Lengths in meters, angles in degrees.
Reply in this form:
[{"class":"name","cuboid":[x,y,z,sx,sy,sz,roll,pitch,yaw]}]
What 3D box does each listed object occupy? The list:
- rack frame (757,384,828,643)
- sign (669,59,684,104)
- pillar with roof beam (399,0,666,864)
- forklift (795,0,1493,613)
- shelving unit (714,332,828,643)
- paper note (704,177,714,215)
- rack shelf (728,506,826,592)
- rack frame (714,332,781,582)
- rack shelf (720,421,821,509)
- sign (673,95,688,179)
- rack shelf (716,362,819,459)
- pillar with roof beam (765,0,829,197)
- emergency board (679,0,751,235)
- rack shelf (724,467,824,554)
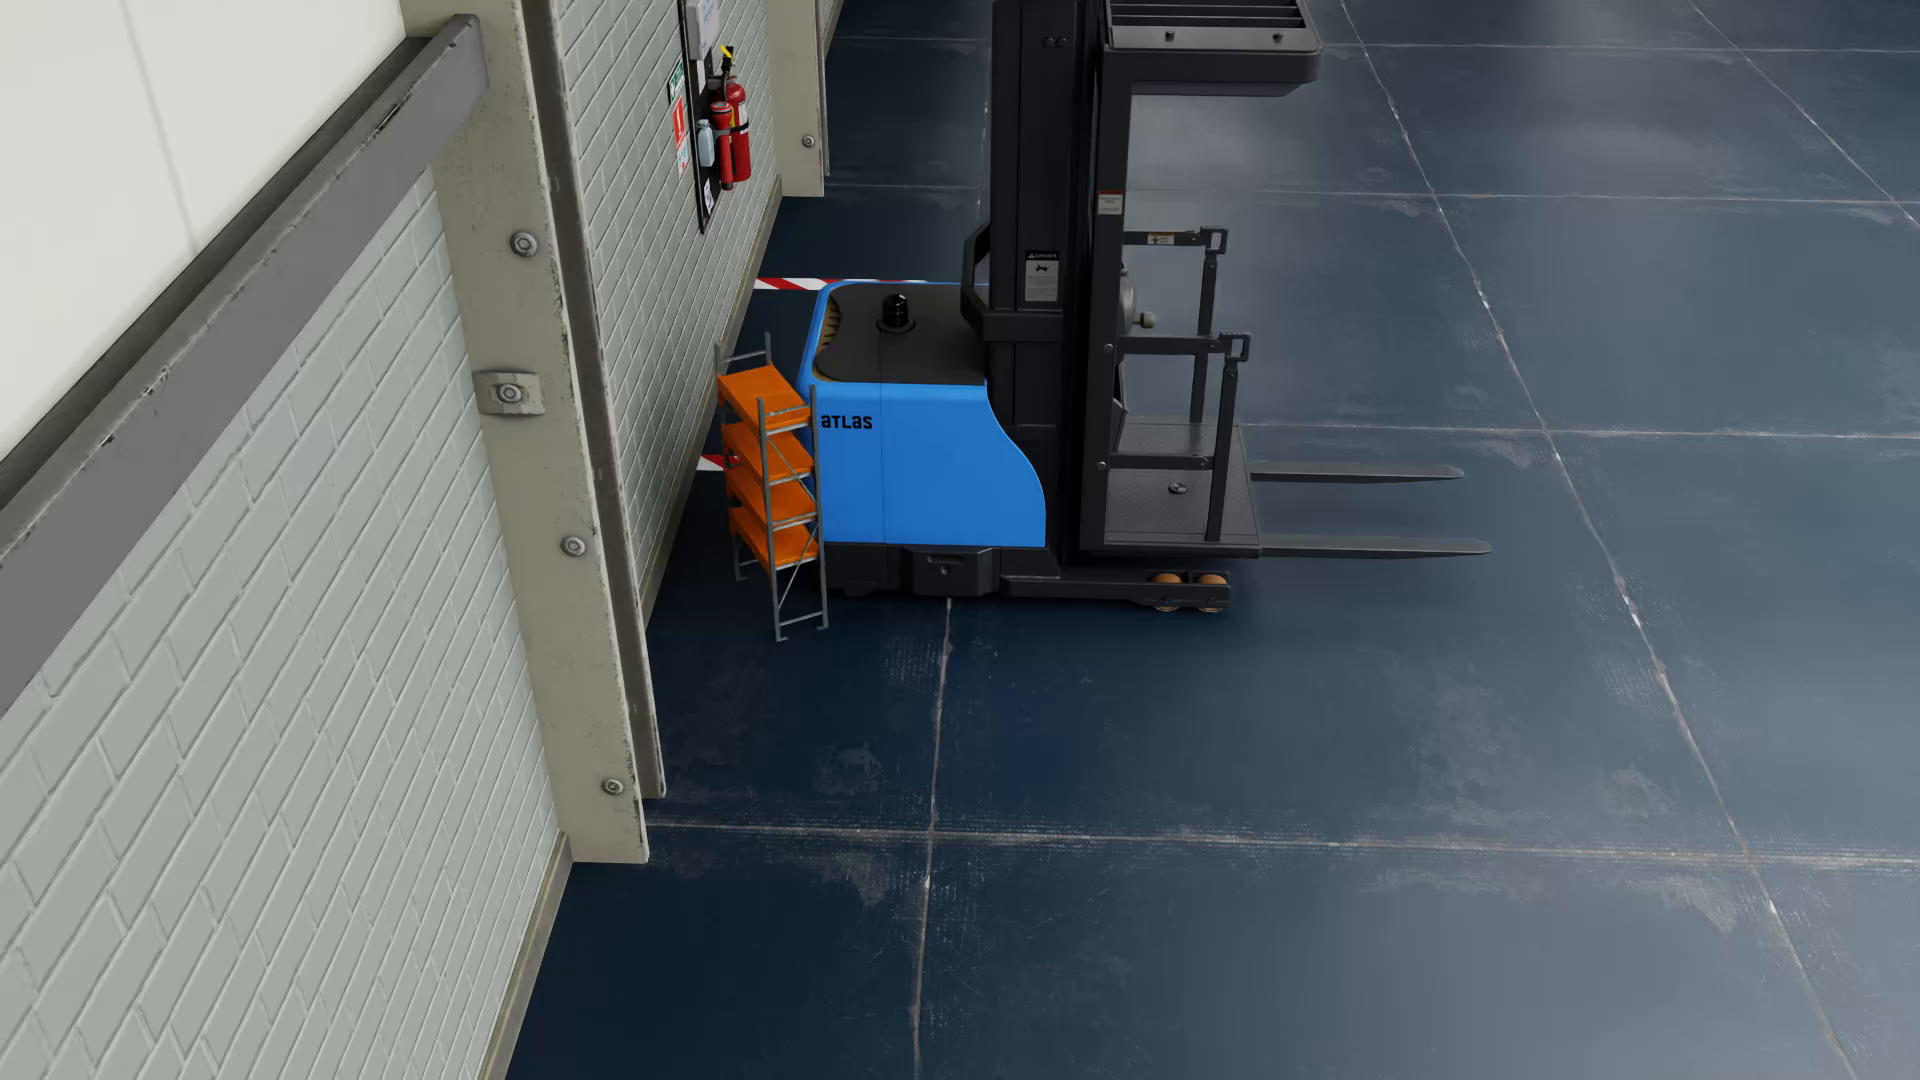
[{"class":"rack frame","cuboid":[-0.680,-0.087,6.829,0.240,1.200,0.015,-16,38,-22]},{"class":"sign","cuboid":[-1.302,-2.111,7.653,0.001,0.109,0.331,1,35,2]},{"class":"pillar with roof beam","cuboid":[3.012,-2.519,3.508,9.100,9.000,0.400,1,35,2]},{"class":"forklift","cuboid":[0.840,-1.196,6.902,3.031,2.935,1.130,1,35,2]},{"class":"shelving unit","cuboid":[-0.791,-0.212,7.007,0.258,1.200,0.503,-16,38,-22]},{"class":"paper note","cuboid":[-1.262,-1.732,8.372,0.016,0.148,0.142,1,35,2]},{"class":"rack shelf","cuboid":[-0.792,0.006,7.159,0.258,0.148,0.480,-16,38,-22]},{"class":"rack frame","cuboid":[-0.901,-0.337,7.185,0.240,1.200,0.015,-16,38,-22]},{"class":"rack shelf","cuboid":[-0.790,-0.340,6.917,0.258,0.148,0.480,-16,38,-22]},{"class":"sign","cuboid":[-1.312,-1.892,7.802,0.001,0.329,0.234,1,35,2]},{"class":"rack shelf","cuboid":[-0.789,-0.534,6.782,0.258,0.148,0.480,-16,38,-22]},{"class":"pillar with roof beam","cuboid":[3.253,-5.966,8.413,9.100,9.000,0.400,1,35,2]},{"class":"emergency board","cuboid":[-1.186,-2.192,8.261,0.194,1.169,0.643,1,35,2]},{"class":"rack shelf","cuboid":[-0.791,-0.157,7.046,0.258,0.148,0.480,-16,38,-22]}]
